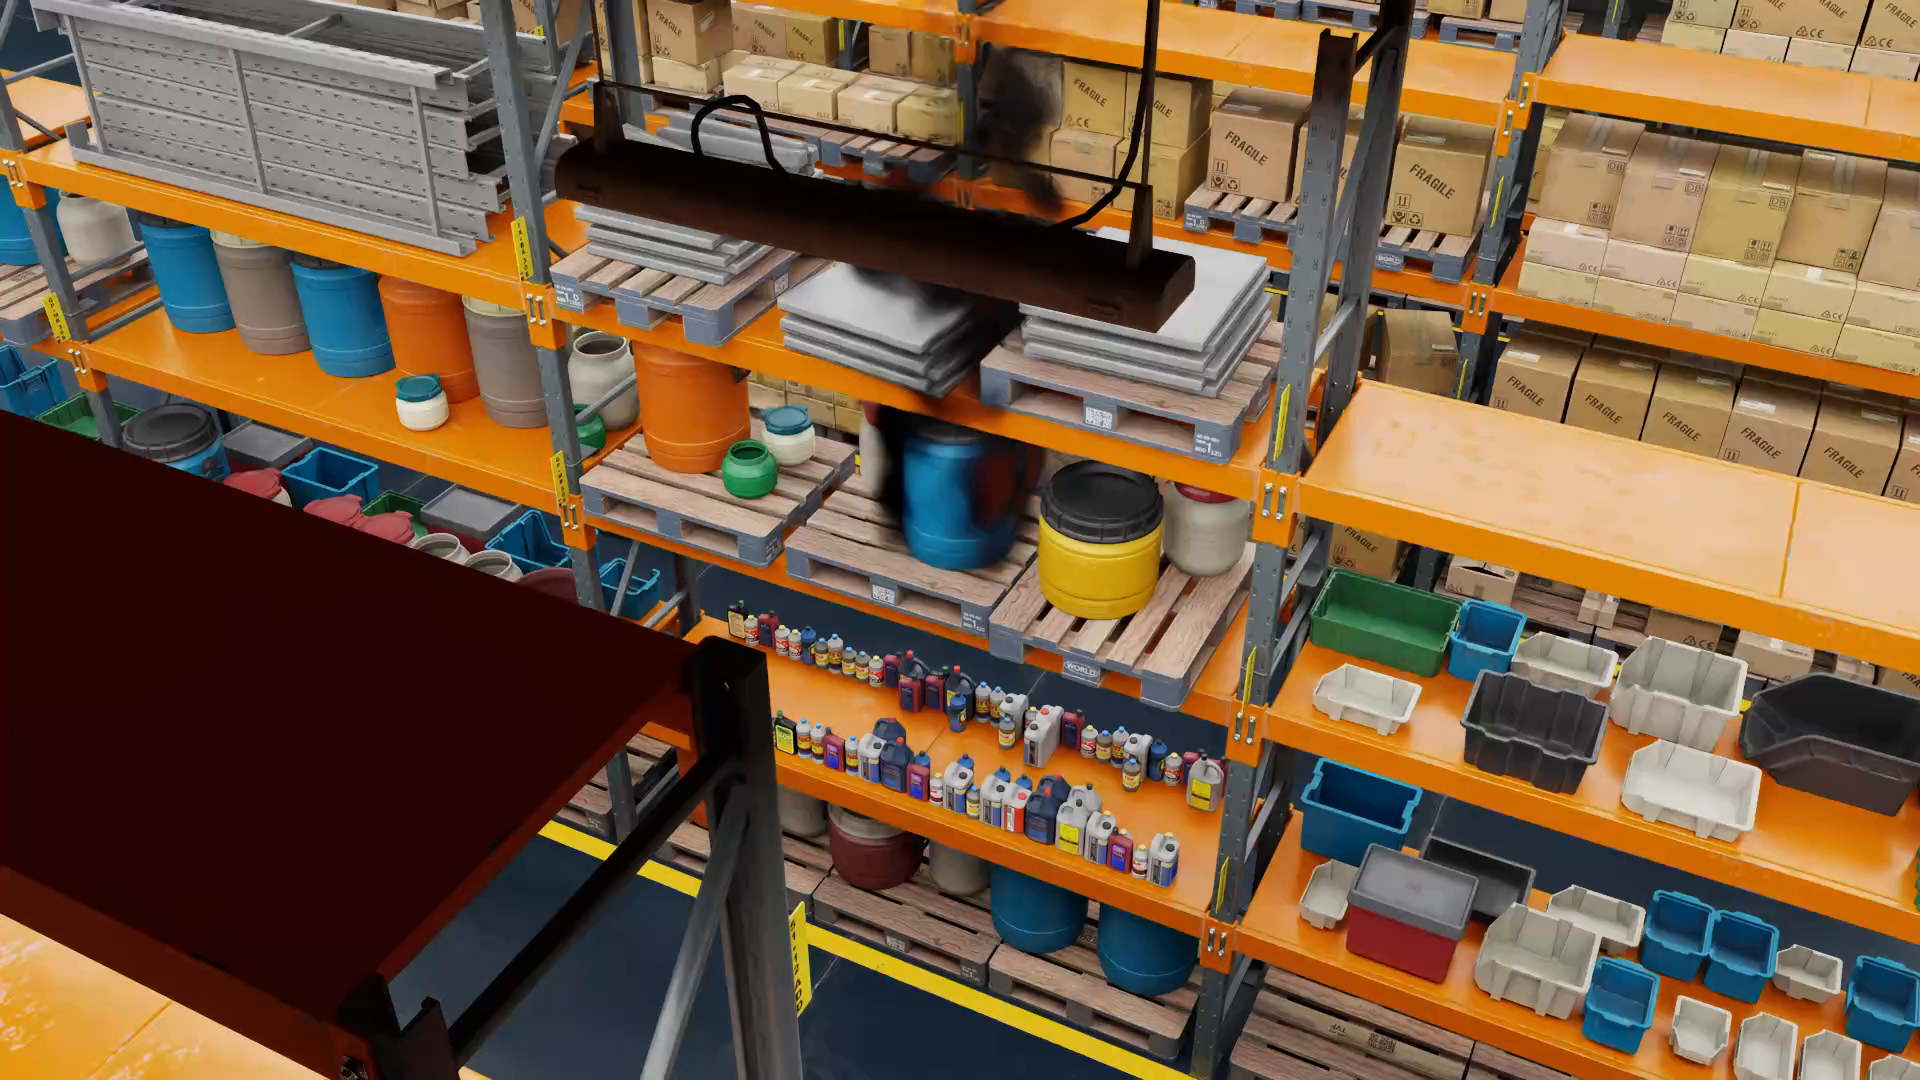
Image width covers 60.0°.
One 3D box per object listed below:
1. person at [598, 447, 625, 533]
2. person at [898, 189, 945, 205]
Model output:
[{"bbox_3d":[-2.652,-0.704,13.437,0.861,1.661,0.632,10,36,14],"label":"person"},{"bbox_3d":[-0.451,-2.967,16.741,0.680,1.545,0.569,12,37,17],"label":"person"}]
